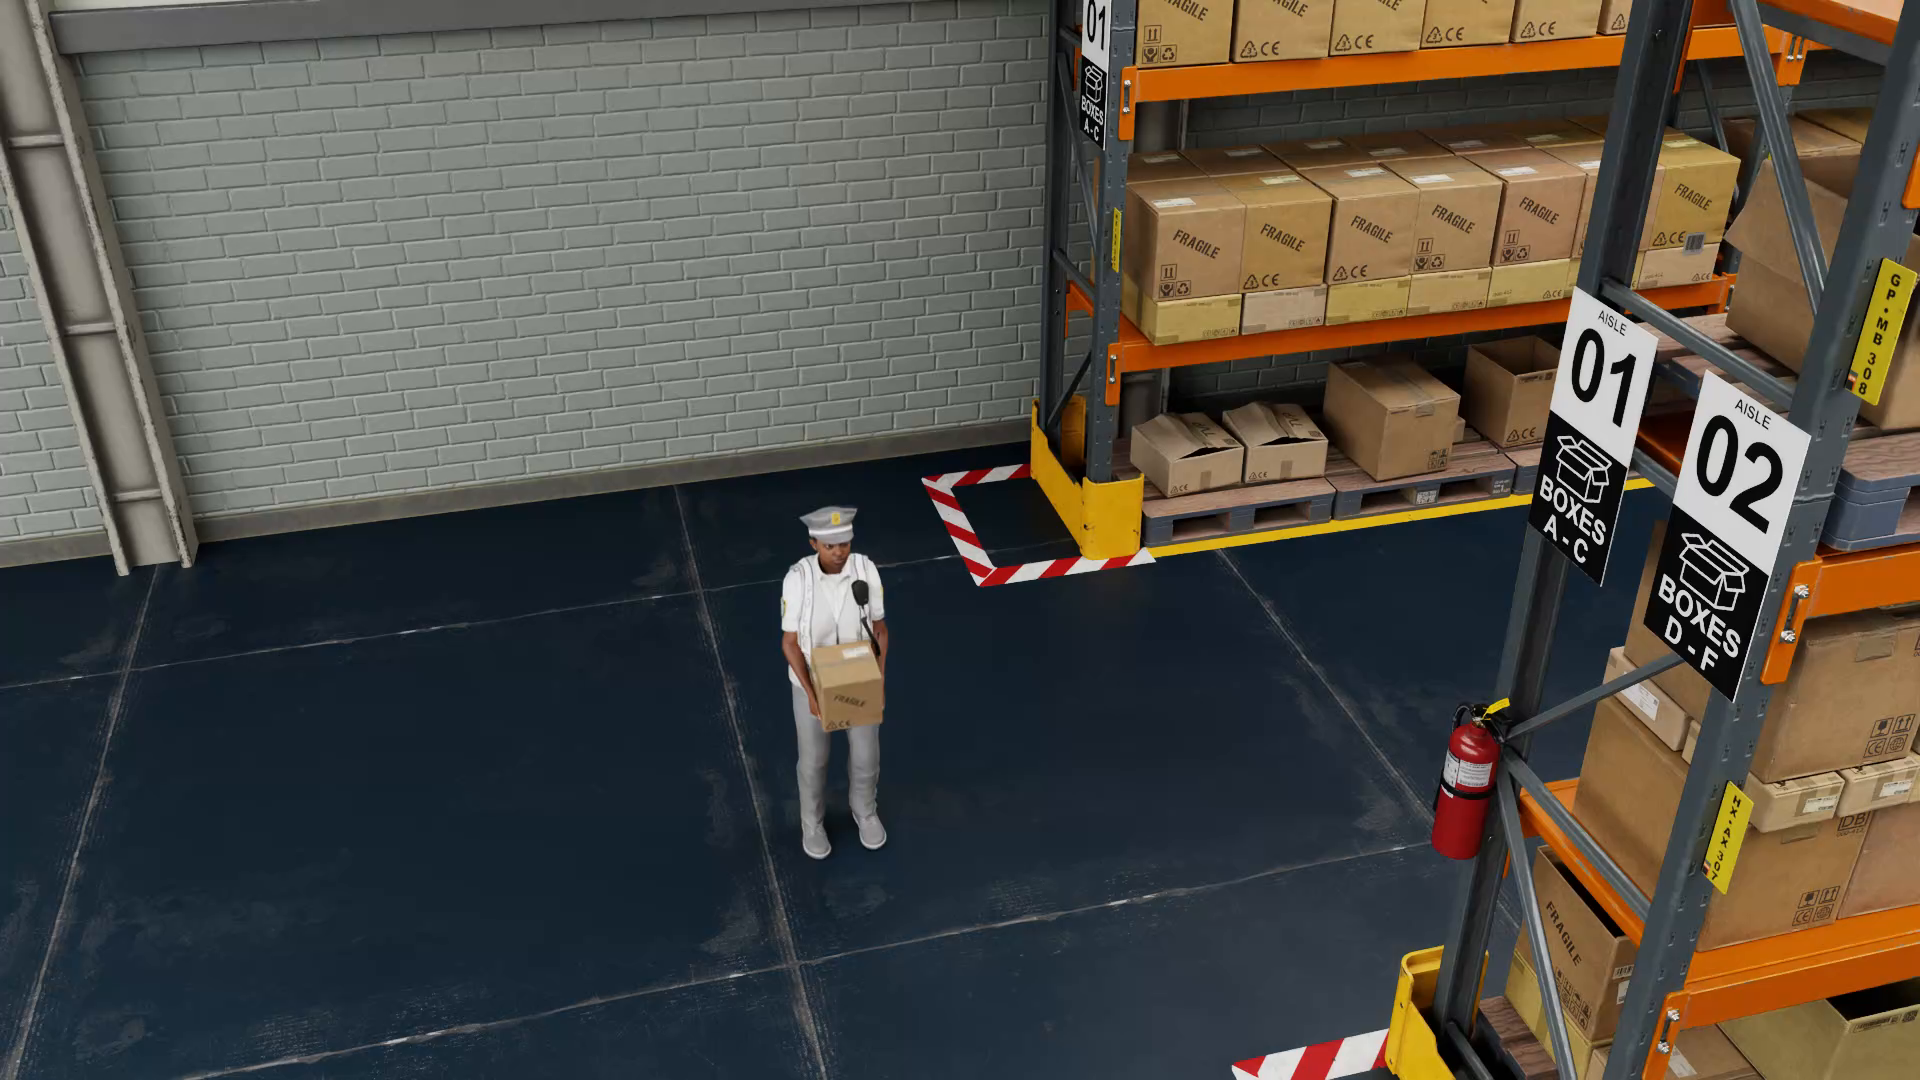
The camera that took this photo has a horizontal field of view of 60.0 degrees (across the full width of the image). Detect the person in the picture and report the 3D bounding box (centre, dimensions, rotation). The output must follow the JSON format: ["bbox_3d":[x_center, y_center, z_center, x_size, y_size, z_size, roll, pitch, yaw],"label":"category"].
[{"bbox_3d":[-0.517,0.642,7.120,0.454,1.680,0.515,-8,31,-13],"label":"person"}]
